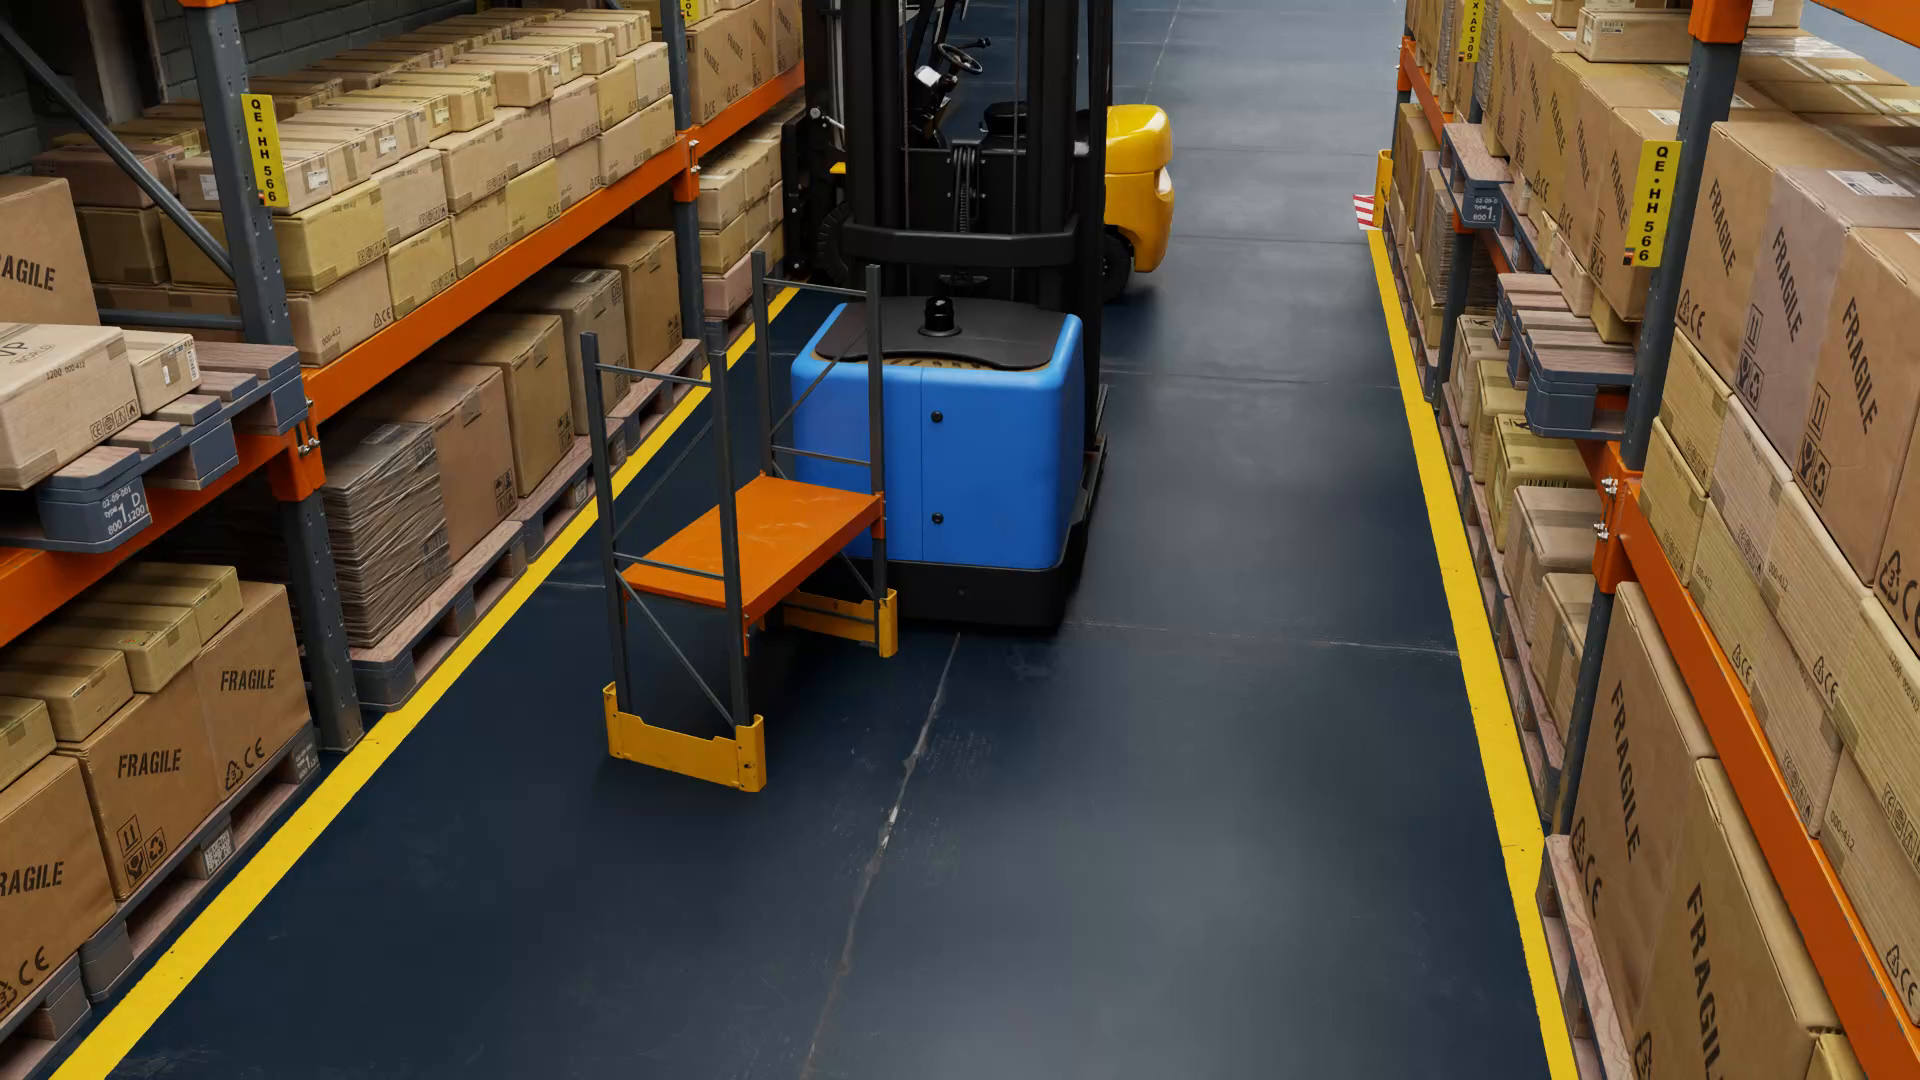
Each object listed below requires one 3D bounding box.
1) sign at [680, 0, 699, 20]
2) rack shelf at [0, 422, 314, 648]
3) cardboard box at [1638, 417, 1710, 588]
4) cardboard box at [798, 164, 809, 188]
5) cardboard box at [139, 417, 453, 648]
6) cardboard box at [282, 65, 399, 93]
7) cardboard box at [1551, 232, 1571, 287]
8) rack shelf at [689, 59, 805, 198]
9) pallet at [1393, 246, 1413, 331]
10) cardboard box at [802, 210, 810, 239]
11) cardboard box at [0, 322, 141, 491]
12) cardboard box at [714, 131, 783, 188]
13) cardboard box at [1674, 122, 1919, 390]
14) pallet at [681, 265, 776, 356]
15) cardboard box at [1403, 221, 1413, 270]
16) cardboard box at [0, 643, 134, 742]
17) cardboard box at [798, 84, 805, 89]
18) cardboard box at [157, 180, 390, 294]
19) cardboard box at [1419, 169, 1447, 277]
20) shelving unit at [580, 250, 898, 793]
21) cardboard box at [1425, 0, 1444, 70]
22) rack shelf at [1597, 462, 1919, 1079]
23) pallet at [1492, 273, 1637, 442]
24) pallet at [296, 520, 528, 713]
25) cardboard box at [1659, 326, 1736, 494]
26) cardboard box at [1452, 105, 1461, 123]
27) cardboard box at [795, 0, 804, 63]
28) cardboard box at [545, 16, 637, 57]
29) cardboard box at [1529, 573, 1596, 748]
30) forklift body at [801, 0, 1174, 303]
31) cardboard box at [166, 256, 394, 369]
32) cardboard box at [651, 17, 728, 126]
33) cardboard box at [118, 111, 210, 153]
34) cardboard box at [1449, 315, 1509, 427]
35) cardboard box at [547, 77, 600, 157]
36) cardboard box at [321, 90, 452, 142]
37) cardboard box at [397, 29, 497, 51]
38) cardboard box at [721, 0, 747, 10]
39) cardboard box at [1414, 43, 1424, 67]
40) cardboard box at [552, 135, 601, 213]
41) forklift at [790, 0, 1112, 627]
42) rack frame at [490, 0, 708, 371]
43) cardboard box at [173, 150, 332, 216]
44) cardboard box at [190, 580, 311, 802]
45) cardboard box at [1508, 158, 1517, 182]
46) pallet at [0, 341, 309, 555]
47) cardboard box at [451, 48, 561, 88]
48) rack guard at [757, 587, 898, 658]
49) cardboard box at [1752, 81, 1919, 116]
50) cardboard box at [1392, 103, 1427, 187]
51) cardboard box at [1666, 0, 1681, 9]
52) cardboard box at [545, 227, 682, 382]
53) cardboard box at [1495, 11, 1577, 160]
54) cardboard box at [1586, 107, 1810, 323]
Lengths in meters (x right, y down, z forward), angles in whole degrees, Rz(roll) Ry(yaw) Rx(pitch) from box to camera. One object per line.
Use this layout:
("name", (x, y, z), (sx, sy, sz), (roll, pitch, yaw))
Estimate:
("sign", (-1.384, -2.812, 8.448), (0.100, 0.325, 0.005), (4, 25, 9))
("rack shelf", (-2.901, 0.478, 3.539), (1.077, 0.370, 4.000), (4, 25, 9))
("cardboard box", (1.995, -0.087, 4.074), (0.500, 0.250, 0.500), (4, 25, 8))
("cardboard box", (-1.280, -2.341, 10.871), (0.500, 0.250, 0.500), (4, 25, 8))
("cardboard box", (-2.459, -0.059, 6.144), (0.875, 0.625, 0.625), (5, 26, 10))
("cardboard box", (-2.489, -1.817, 6.711), (0.380, 0.149, 0.250), (5, 25, 10))
("cardboard box", (2.163, -0.902, 5.440), (0.380, 0.149, 0.250), (3, 25, 6))
("rack shelf", (-1.594, -2.868, 10.688), (1.077, 0.370, 4.000), (4, 25, 9))
("pallet", (3.249, -1.547, 10.306), (1.003, 0.211, 1.213), (4, 25, 9))
("cardboard box", (-1.276, -2.122, 10.993), (0.500, 0.250, 0.500), (5, 26, 10))
("cardboard box", (-2.428, -0.343, 4.126), (0.500, 0.250, 0.500), (3, 25, 6))
("cardboard box", (-1.369, -2.358, 10.317), (0.500, 0.250, 0.500), (5, 26, 10))
("cardboard box", (2.001, -0.651, 3.805), (0.500, 0.500, 0.500), (3, 25, 7))
("pallet", (-1.749, -1.424, 10.044), (1.003, 0.211, 1.213), (4, 25, 9))
("cardboard box", (3.058, -1.873, 10.460), (0.500, 0.250, 0.500), (6, 26, 12))
("cardboard box", (-2.506, 0.411, 4.521), (0.380, 0.149, 0.250), (3, 25, 7))
("cardboard box", (-1.035, -3.214, 12.146), (0.500, 0.250, 0.500), (5, 26, 10))
("cardboard box", (-2.236, -1.010, 5.456), (0.500, 0.250, 0.500), (4, 25, 8))
("cardboard box", (2.890, -1.778, 9.375), (0.500, 0.500, 0.500), (4, 25, 9))
("shelving unit", (-0.718, -0.104, 5.703), (0.587, 1.500, 1.083), (11, 27, 22))
("cardboard box", (3.041, -3.046, 9.750), (0.500, 0.500, 0.500), (4, 25, 7))
("rack shelf", (1.996, 0.820, 2.808), (1.077, 0.370, 4.000), (4, 25, 9))
("pallet", (2.334, -0.561, 5.136), (1.213, 0.211, 1.003), (4, 25, 9))
("pallet", (-2.401, 0.237, 6.495), (1.003, 0.211, 1.213), (4, 25, 9))
("cardboard box", (1.997, -0.306, 3.952), (0.500, 0.250, 0.500), (4, 25, 8))
("cardboard box", (2.763, -2.162, 8.626), (0.380, 0.149, 0.250), (5, 25, 10))
("cardboard box", (-1.266, -3.421, 10.902), (0.500, 0.500, 0.500), (4, 25, 8))
("cardboard box", (-1.782, -2.429, 8.018), (0.380, 0.149, 0.250), (4, 25, 8))
("cardboard box", (2.425, 0.422, 5.414), (0.950, 0.372, 0.625), (2, 25, 5))
("forklift body", (0.223, -2.726, 10.538), (2.313, 2.155, 1.214), (4, 25, 9))
("cardboard box", (-2.261, -0.785, 5.566), (0.500, 0.250, 0.500), (4, 25, 9))
("cardboard box", (-1.591, -2.570, 9.085), (0.500, 0.500, 0.500), (3, 25, 7))
("cardboard box", (-2.686, -1.395, 5.809), (0.380, 0.149, 0.250), (4, 25, 8))
("cardboard box", (2.894, -0.796, 8.016), (0.950, 0.372, 0.625), (4, 25, 9))
("cardboard box", (-1.915, -1.864, 7.281), (0.500, 0.250, 0.500), (5, 25, 10))
("cardboard box", (-2.131, -1.575, 6.193), (0.380, 0.149, 0.250), (4, 25, 9))
("cardboard box", (-2.348, -2.243, 7.621), (0.380, 0.149, 0.250), (4, 25, 8))
("cardboard box", (-1.440, -3.129, 9.513), (0.380, 0.149, 0.250), (5, 25, 10))
("cardboard box", (3.133, -3.132, 10.698), (0.380, 0.149, 0.250), (4, 25, 9))
("cardboard box", (-1.933, -1.644, 7.402), (0.500, 0.250, 0.500), (4, 25, 9))
("forklift", (0.102, -1.591, 7.192), (1.130, 2.935, 3.031), (4, 25, 8))
("rack frame", (-1.921, -2.357, 8.748), (1.000, 3.000, 0.127), (4, 25, 9))
("cardboard box", (-2.232, -1.136, 5.256), (0.380, 0.149, 0.250), (5, 26, 10))
("cardboard box", (-2.432, 0.449, 5.205), (0.500, 0.500, 0.500), (5, 26, 10))
("cardboard box", (2.471, -1.550, 6.824), (0.380, 0.149, 0.250), (4, 25, 9))
("pallet", (-2.616, -0.309, 4.599), (1.213, 0.211, 1.003), (4, 25, 9))
("cardboard box", (-1.937, -2.002, 7.105), (0.380, 0.149, 0.250), (4, 25, 9))
("rack guard", (-0.516, 0.269, 6.380), (0.587, 0.250, 0.087), (11, 27, 22))
("cardboard box", (2.703, -1.103, 5.104), (0.500, 0.500, 0.500), (5, 26, 11))
("cardboard box", (3.223, -2.644, 11.224), (0.500, 0.500, 0.500), (3, 25, 7))
("cardboard box", (3.024, -2.181, 6.642), (0.380, 0.149, 0.250), (3, 25, 7))
("cardboard box", (-1.995, -1.253, 8.695), (0.875, 0.625, 0.625), (5, 26, 11))
("cardboard box", (2.442, -1.794, 6.580), (0.500, 0.500, 0.500), (4, 25, 8))
("cardboard box", (2.123, -0.922, 4.717), (0.500, 0.500, 0.500), (3, 25, 7))
